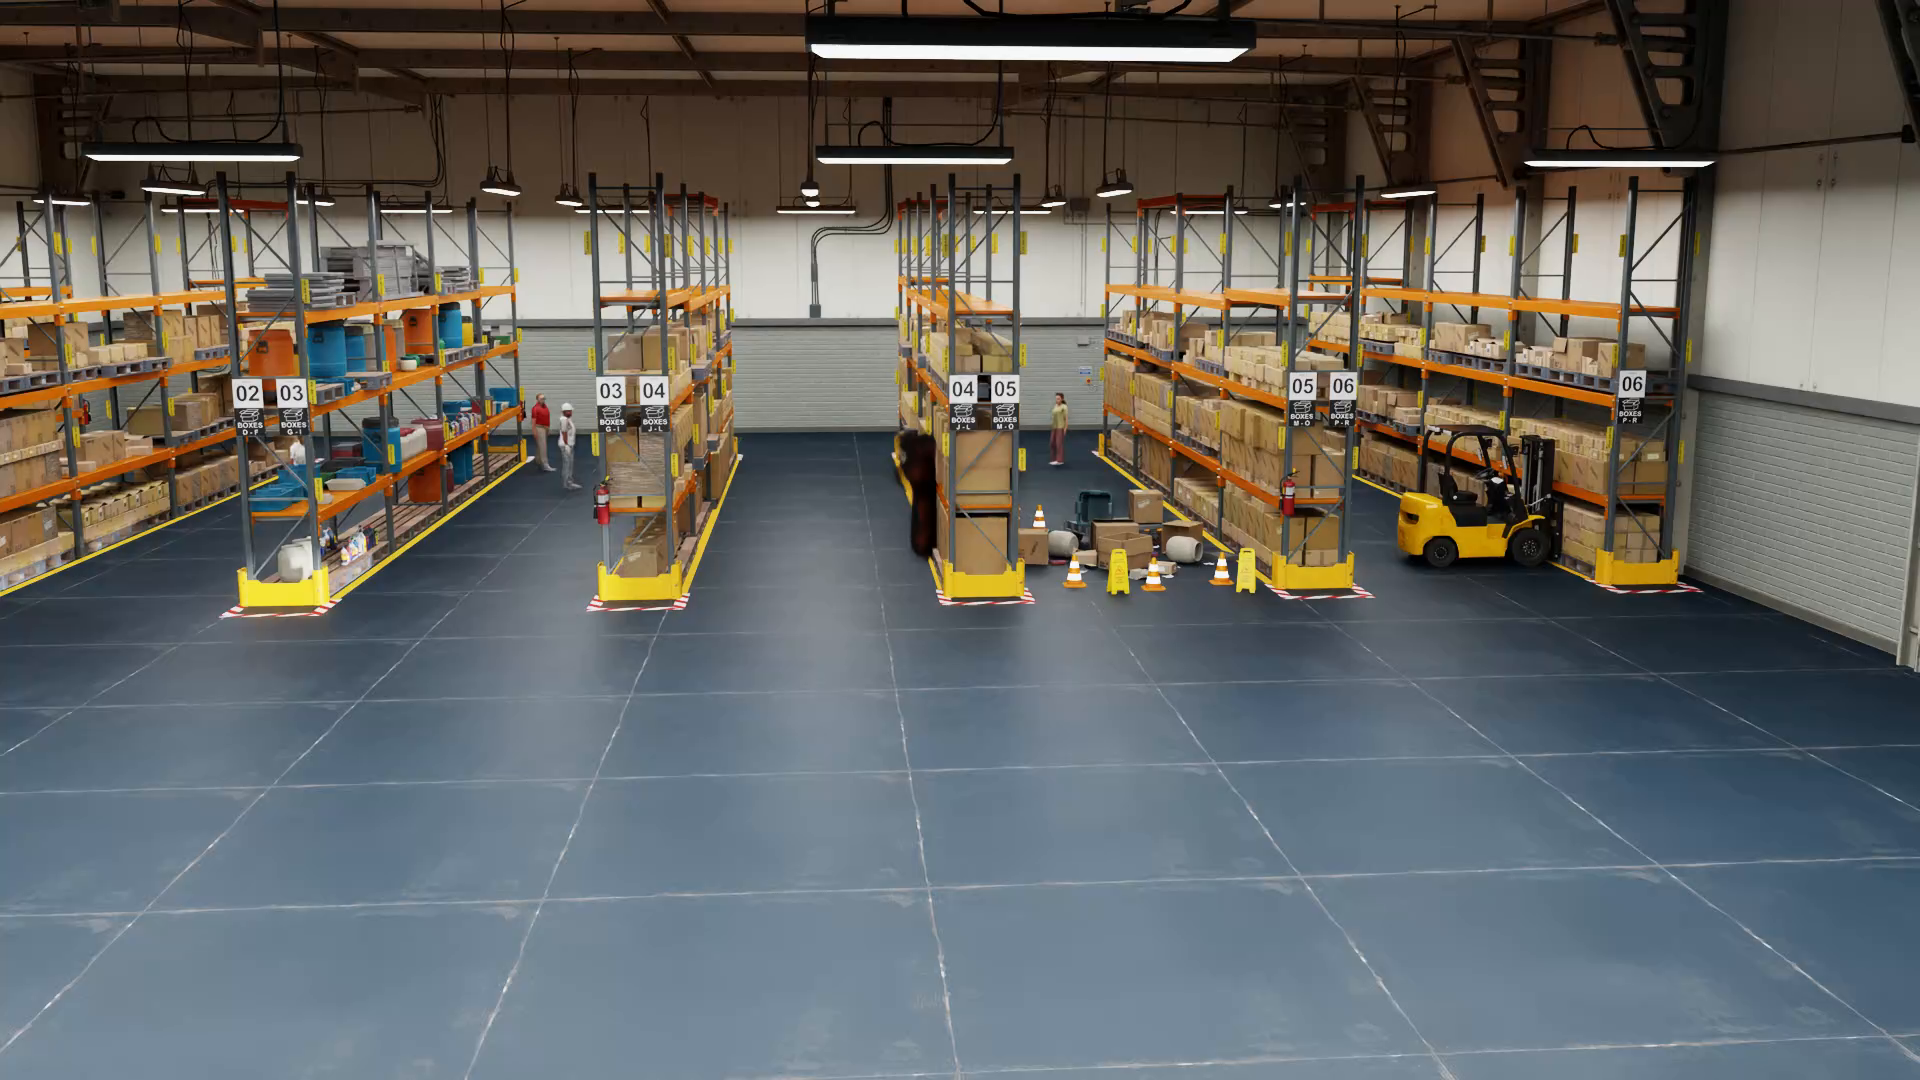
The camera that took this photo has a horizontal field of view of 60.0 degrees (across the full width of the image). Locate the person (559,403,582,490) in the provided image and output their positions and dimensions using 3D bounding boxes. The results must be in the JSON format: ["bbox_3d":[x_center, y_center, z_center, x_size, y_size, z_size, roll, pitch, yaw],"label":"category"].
[{"bbox_3d":[-8.113,-1.952,34.543,0.439,1.789,0.637,-2,10,-11],"label":"person"}]

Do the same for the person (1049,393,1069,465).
[{"bbox_3d":[2.275,-2.545,38.521,0.387,1.738,0.498,-5,11,-24],"label":"person"}]

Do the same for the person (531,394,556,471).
[{"bbox_3d":[-9.382,-2.451,37.640,0.567,1.734,0.572,1,10,7],"label":"person"}]

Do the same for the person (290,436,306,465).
[{"bbox_3d":[-12.192,-1.242,30.951,0.434,1.636,0.665,-1,10,-6],"label":"person"}]
